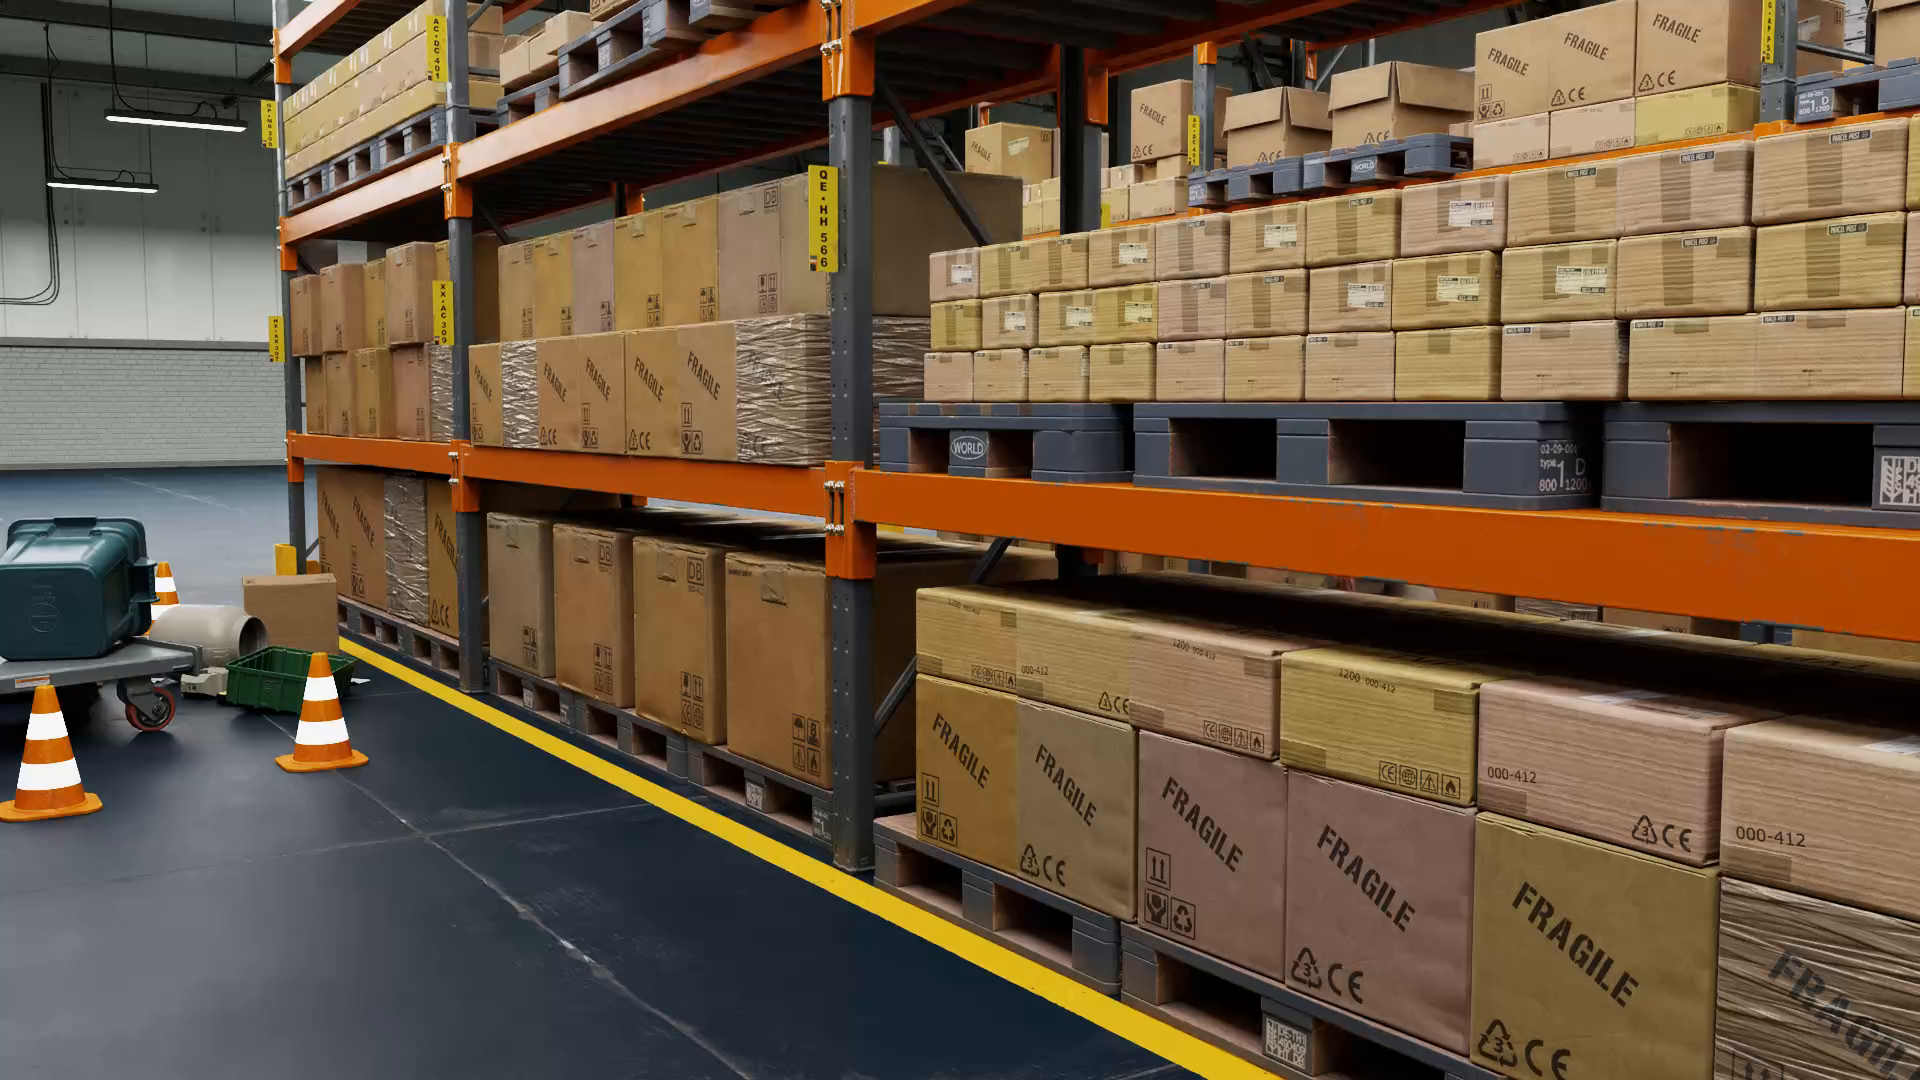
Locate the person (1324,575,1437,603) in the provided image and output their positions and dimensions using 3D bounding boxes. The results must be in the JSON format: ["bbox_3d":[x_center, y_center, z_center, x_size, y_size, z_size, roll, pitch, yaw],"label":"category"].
[{"bbox_3d":[1.735,0.069,7.069,0.553,1.676,0.969,-2,5,-27],"label":"person"}]
